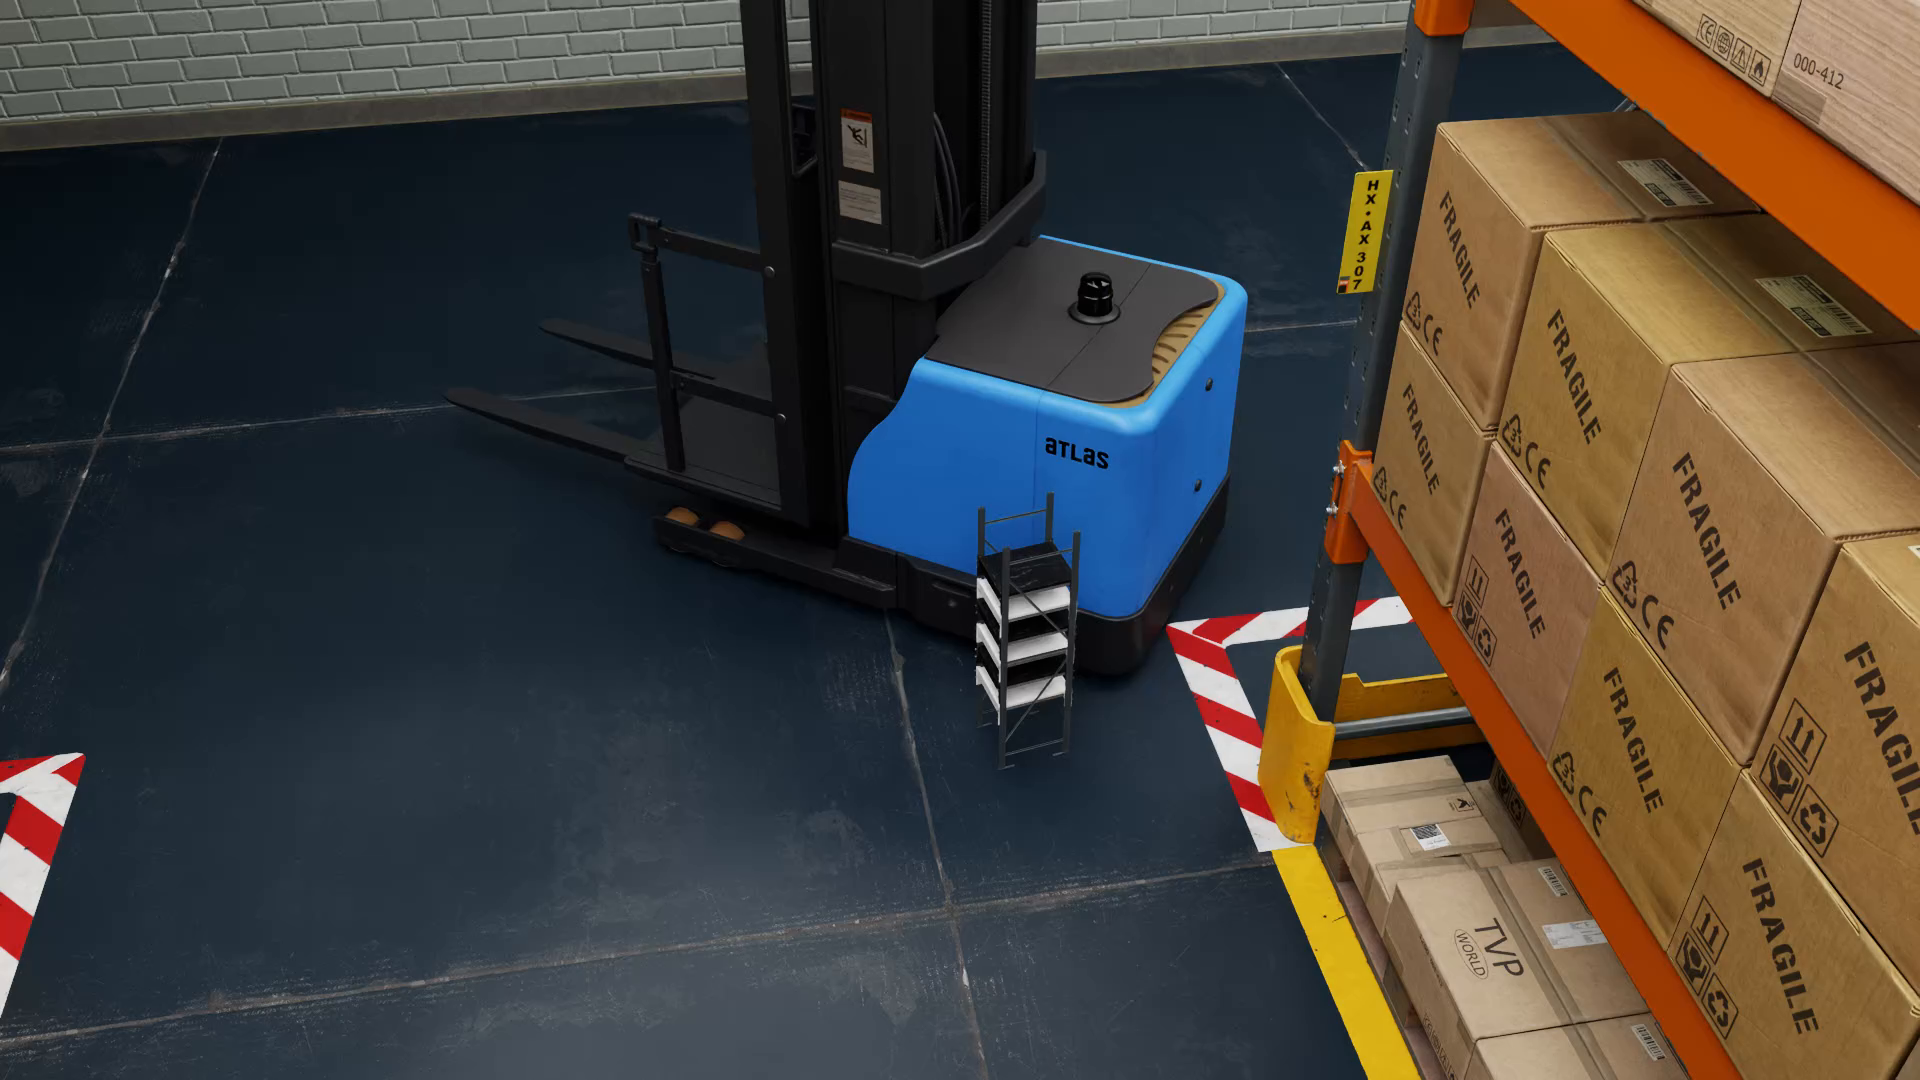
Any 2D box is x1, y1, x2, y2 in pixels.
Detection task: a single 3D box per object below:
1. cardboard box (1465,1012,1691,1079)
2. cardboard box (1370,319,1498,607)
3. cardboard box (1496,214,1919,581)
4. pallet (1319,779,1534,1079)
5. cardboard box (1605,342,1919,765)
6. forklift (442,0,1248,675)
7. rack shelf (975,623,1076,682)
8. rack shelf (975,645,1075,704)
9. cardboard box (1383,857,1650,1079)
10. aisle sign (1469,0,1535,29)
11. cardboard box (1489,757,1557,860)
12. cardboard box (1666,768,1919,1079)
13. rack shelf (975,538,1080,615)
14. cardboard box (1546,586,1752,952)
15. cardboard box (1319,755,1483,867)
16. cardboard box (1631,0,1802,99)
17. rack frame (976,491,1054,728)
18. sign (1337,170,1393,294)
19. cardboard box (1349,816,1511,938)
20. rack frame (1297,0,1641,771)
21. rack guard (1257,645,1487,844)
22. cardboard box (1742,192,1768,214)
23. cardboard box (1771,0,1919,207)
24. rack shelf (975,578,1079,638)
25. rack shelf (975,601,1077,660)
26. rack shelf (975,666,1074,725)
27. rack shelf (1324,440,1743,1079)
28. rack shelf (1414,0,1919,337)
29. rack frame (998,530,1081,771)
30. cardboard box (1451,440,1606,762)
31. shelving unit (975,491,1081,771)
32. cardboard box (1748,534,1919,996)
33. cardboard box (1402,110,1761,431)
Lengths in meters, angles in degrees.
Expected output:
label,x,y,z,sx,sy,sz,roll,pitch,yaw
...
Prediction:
label,x,y,z,sx,sy,sz,roll,pitch,yaw
cardboard box,1.517,1.409,3.874,0.500,0.250,0.500,-6,38,-8
cardboard box,1.344,-0.209,3.993,0.500,0.500,0.500,-5,38,-7
cardboard box,1.443,-0.289,3.281,0.500,0.500,0.500,-6,38,-7
pallet,1.680,1.163,4.582,1.003,0.211,1.213,-6,38,-8
cardboard box,1.526,0.014,2.891,0.500,0.500,0.500,-6,38,-7
forklift,-0.563,-1.329,5.572,3.031,2.935,1.130,17,41,21
rack shelf,0.201,0.322,5.157,0.258,0.077,0.200,-13,40,-16
rack shelf,0.201,0.393,5.212,0.258,0.077,0.200,-13,40,-16
cardboard box,1.429,1.107,4.263,0.500,0.250,0.500,-6,38,-8
aisle sign,1.225,-1.502,3.620,0.394,0.787,0.004,-6,38,-8
cardboard box,1.863,0.649,4.648,0.500,0.500,0.500,-6,38,-8
cardboard box,1.611,0.708,2.813,0.500,0.500,0.500,-6,38,-7
rack shelf,0.202,0.108,4.991,0.258,0.077,0.200,-13,40,-16
cardboard box,1.525,0.405,3.202,0.500,0.500,0.500,-6,38,-8
cardboard box,1.261,0.776,4.771,0.380,0.149,0.250,-6,38,-8
cardboard box,1.440,-0.950,2.705,0.500,0.250,0.500,-6,38,-8
rack frame,0.167,0.237,5.212,0.240,0.900,0.006,-13,40,-16
sign,0.991,-0.749,4.064,0.100,0.325,0.005,-6,38,-8
cardboard box,1.305,0.920,4.572,0.380,0.166,0.250,-6,38,-8
rack frame,1.526,-0.466,4.405,1.000,3.000,0.127,-6,38,-8
rack guard,1.539,0.567,5.113,1.175,0.500,0.348,-6,38,-8
cardboard box,1.874,-0.661,3.759,0.500,0.500,0.500,-7,38,-8
cardboard box,1.530,-0.648,2.317,0.500,0.250,0.500,-6,38,-8
rack shelf,0.202,0.179,5.047,0.258,0.077,0.200,-13,40,-16
rack shelf,0.201,0.250,5.102,0.258,0.077,0.200,-13,40,-16
rack shelf,0.201,0.464,5.267,0.258,0.077,0.200,-13,40,-16
rack shelf,1.876,1.026,3.071,1.077,0.370,4.000,-6,38,-8
rack shelf,1.876,-0.158,2.150,1.077,0.370,4.000,-6,38,-8
rack frame,0.236,0.354,5.061,0.240,0.900,0.006,-13,40,-16
cardboard box,1.440,0.102,3.592,0.500,0.500,0.500,-7,38,-8
shelving unit,0.201,0.295,5.136,0.258,0.900,0.210,-13,40,-16
cardboard box,1.616,0.320,2.496,0.500,0.500,0.500,-7,38,-8
cardboard box,1.344,-0.604,3.686,0.500,0.500,0.500,-5,38,-7
